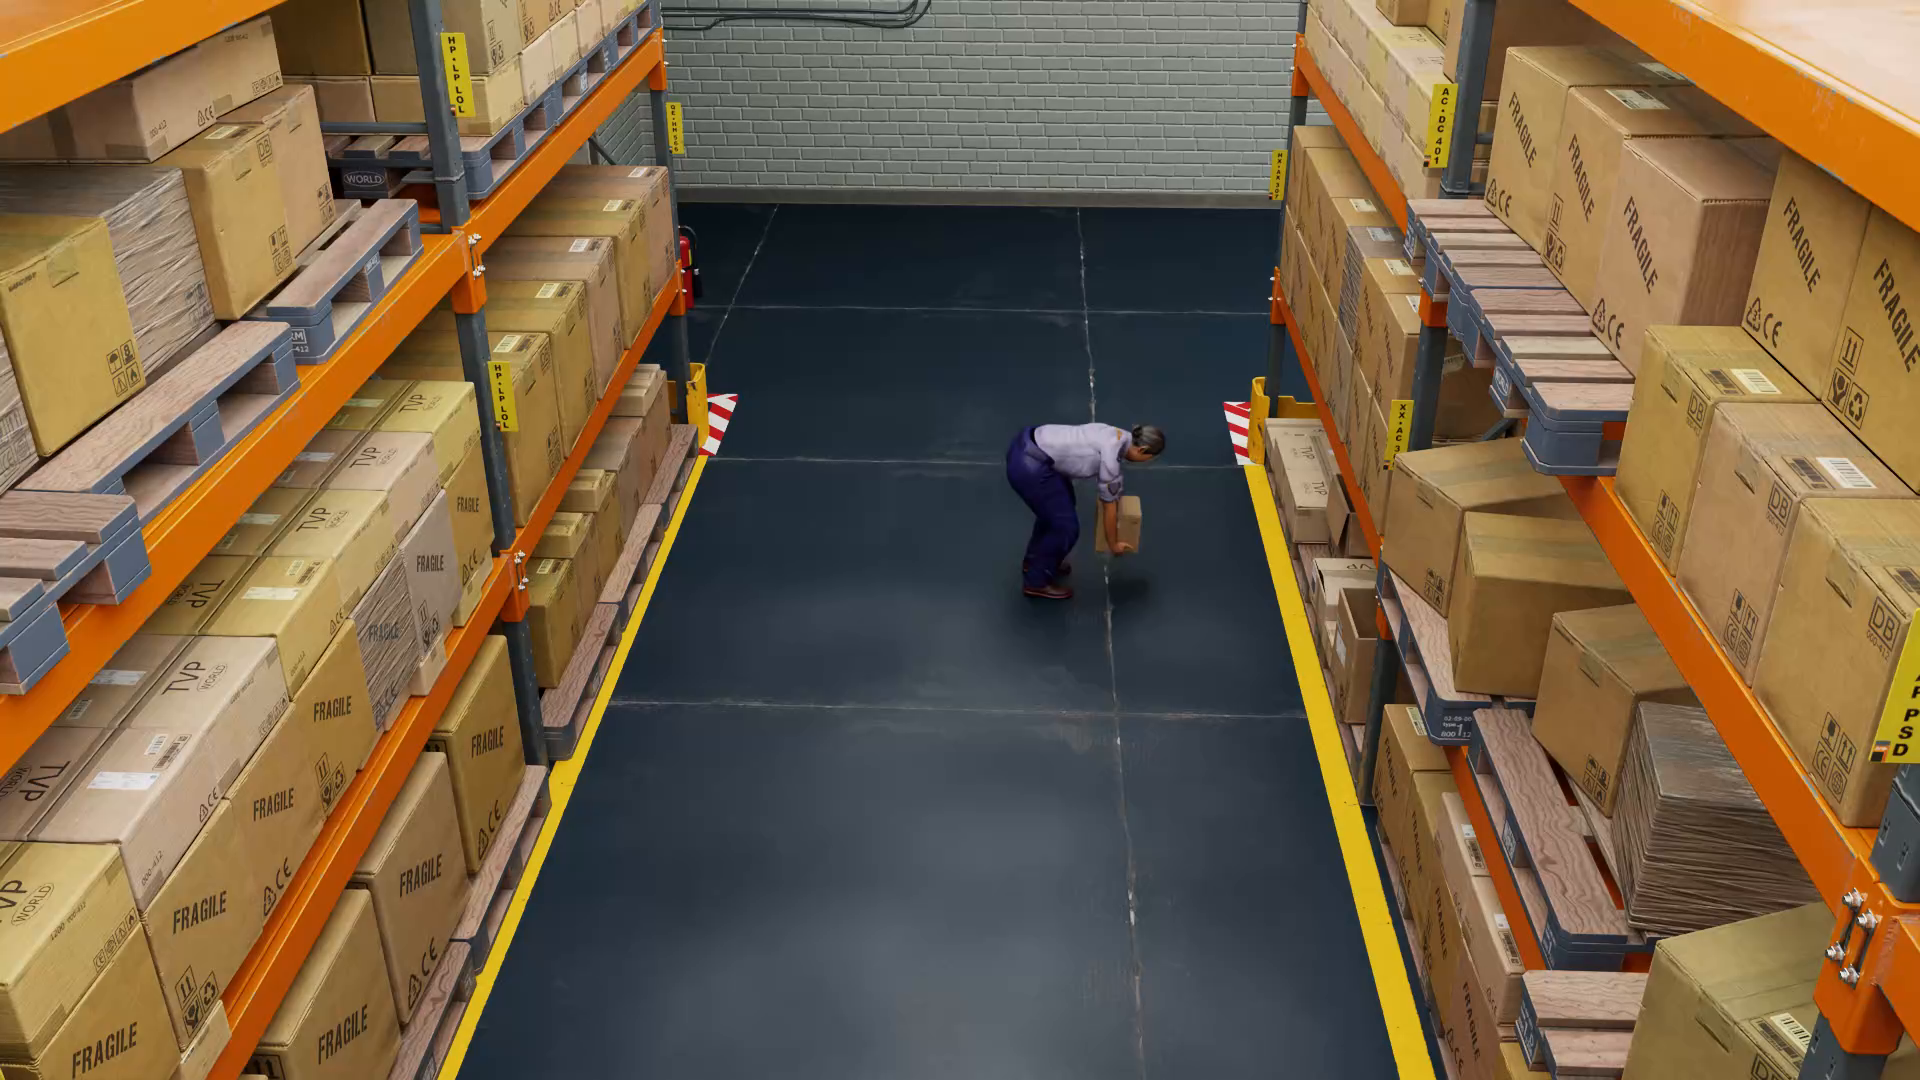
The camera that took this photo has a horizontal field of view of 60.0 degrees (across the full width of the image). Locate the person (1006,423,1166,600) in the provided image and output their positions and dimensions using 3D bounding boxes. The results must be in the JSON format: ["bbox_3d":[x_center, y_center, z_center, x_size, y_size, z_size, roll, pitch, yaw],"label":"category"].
[{"bbox_3d":[0.716,-0.198,9.660,0.907,1.037,0.478,0,28,0],"label":"person"}]
